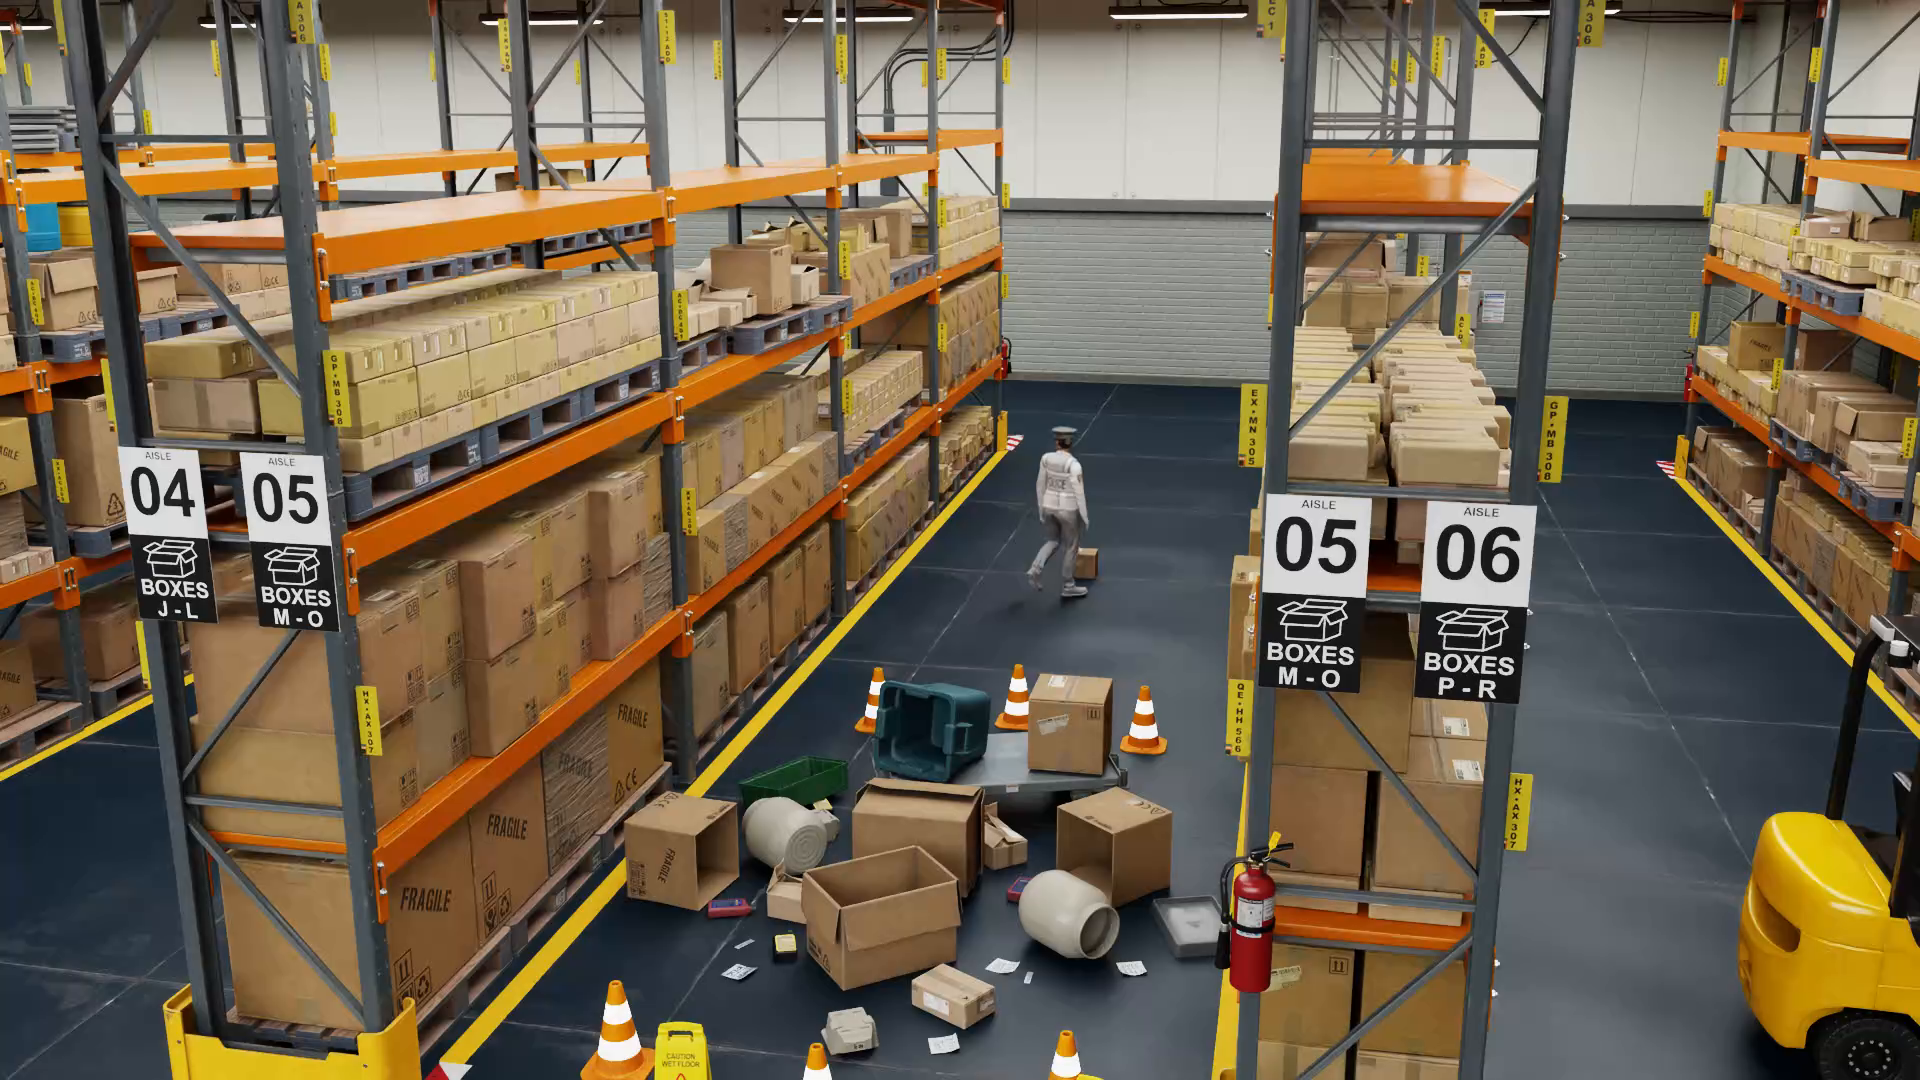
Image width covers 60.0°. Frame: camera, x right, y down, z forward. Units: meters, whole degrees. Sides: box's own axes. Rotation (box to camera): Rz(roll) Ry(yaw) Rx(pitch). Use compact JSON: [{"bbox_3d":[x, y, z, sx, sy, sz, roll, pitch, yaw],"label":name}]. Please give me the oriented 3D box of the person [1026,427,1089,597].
[{"bbox_3d":[0.951,-0.259,15.915,0.565,1.659,0.538,-14,20,-43],"label":"person"}]
